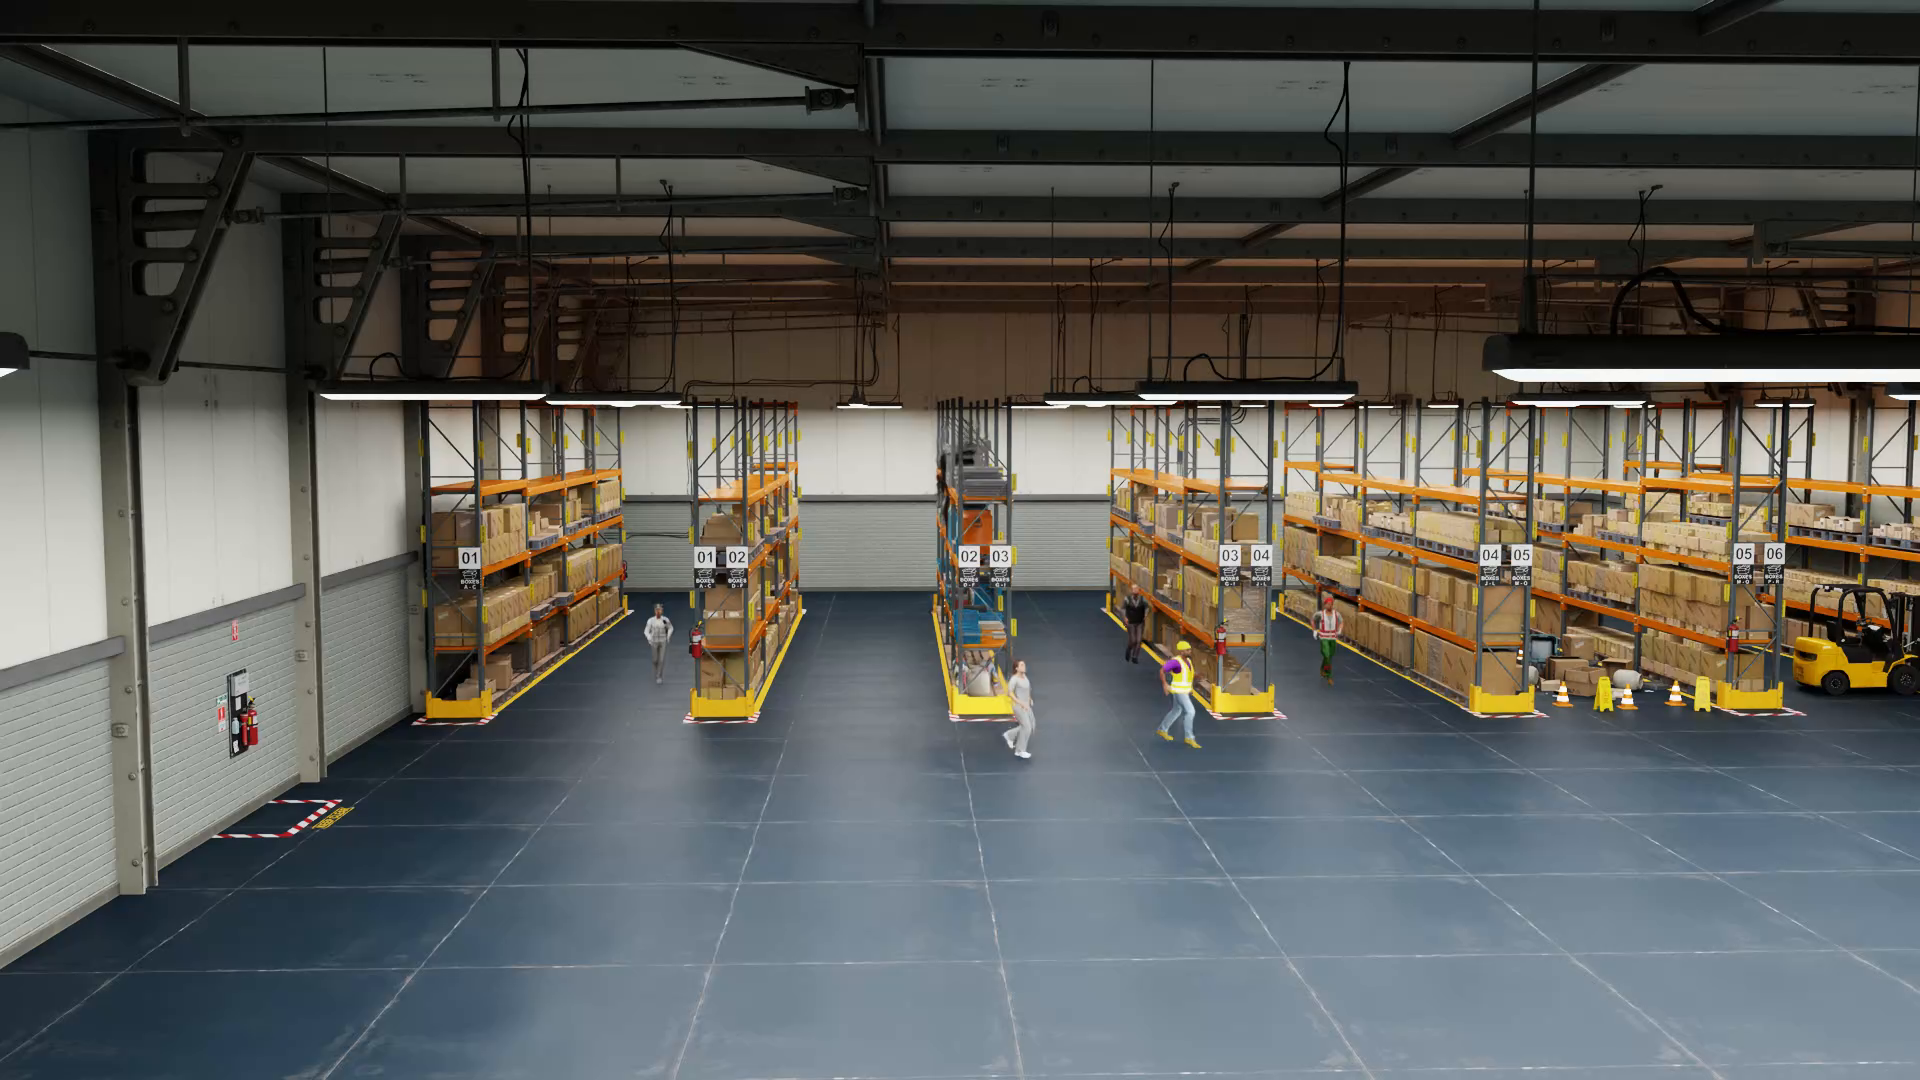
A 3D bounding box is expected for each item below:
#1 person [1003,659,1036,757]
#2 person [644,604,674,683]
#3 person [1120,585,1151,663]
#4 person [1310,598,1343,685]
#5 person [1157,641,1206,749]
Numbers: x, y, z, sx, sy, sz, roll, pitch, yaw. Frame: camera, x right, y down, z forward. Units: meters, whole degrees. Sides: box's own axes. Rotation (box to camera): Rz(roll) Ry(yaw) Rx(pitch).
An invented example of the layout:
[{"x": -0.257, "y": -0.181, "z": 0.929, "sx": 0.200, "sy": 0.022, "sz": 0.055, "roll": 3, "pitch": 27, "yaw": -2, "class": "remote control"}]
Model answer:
[{"x": 0.971, "y": 2.782, "z": 27.632, "sx": 0.551, "sy": 1.637, "sz": 0.565, "roll": 3, "pitch": 5, "yaw": 30, "class": "person"}, {"x": -6.415, "y": 2.176, "z": 35.294, "sx": 0.555, "sy": 1.671, "sz": 0.696, "roll": -1, "pitch": 5, "yaw": -12, "class": "person"}, {"x": 3.807, "y": 1.813, "z": 35.981, "sx": 0.656, "sy": 1.703, "sz": 0.575, "roll": 0, "pitch": 4, "yaw": -5, "class": "person"}, {"x": 7.795, "y": 2.107, "z": 35.222, "sx": 0.658, "sy": 1.799, "sz": 0.936, "roll": -1, "pitch": 4, "yaw": -8, "class": "person"}, {"x": 3.773, "y": 2.633, "z": 28.470, "sx": 0.876, "sy": 1.818, "sz": 0.676, "roll": 2, "pitch": 5, "yaw": 28, "class": "person"}]
